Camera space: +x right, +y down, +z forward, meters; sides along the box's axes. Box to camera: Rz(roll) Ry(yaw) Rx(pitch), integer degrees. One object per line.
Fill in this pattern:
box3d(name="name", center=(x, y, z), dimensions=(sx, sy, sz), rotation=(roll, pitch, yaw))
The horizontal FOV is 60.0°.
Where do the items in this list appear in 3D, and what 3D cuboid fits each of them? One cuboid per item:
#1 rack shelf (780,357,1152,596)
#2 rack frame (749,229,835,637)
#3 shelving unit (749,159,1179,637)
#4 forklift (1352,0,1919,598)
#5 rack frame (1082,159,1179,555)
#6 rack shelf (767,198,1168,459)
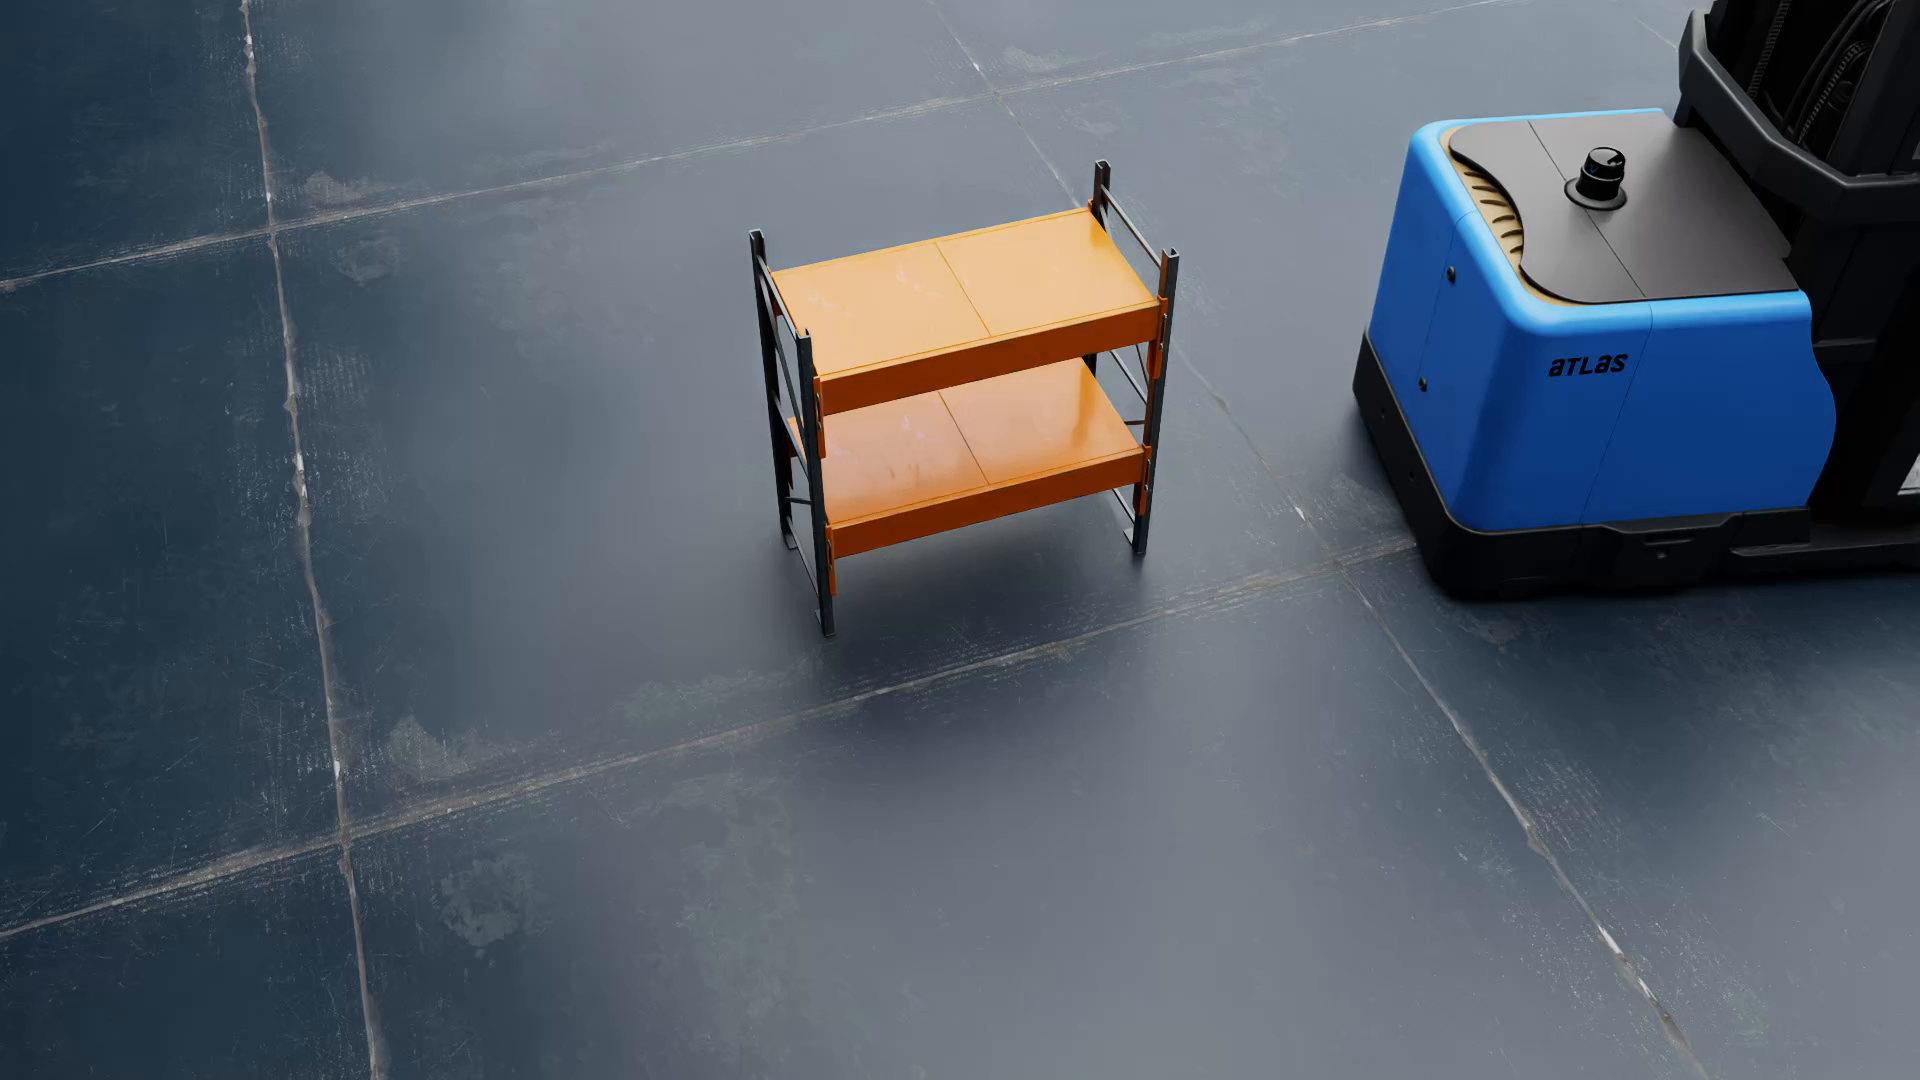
box3d(name="rack shelf", center=(0.006, -0.226, 5.026), dimensions=(1.000, 0.278, 0.538), rotation=(-14, 47, -14))
box3d(name="rack frame", center=(-0.472, -0.276, 4.731), dimensions=(0.032, 1.125, 0.500), rotation=(-14, 47, -14))
box3d(name="shelving unit", center=(0.006, -0.399, 4.853), dimensions=(1.048, 1.125, 0.538), rotation=(-14, 47, -14))
box3d(name="forklift", center=(2.888, -1.310, 4.486), dimensions=(3.031, 2.935, 1.130), rotation=(-5, 45, -4))
box3d(name="rack frame", center=(0.485, -0.521, 4.975), dimensions=(0.032, 1.125, 0.500), rotation=(-14, 47, -14))
box3d(name="rack shelf", center=(0.006, -0.605, 4.646), dimensions=(1.000, 0.278, 0.538), rotation=(-14, 47, -14))
